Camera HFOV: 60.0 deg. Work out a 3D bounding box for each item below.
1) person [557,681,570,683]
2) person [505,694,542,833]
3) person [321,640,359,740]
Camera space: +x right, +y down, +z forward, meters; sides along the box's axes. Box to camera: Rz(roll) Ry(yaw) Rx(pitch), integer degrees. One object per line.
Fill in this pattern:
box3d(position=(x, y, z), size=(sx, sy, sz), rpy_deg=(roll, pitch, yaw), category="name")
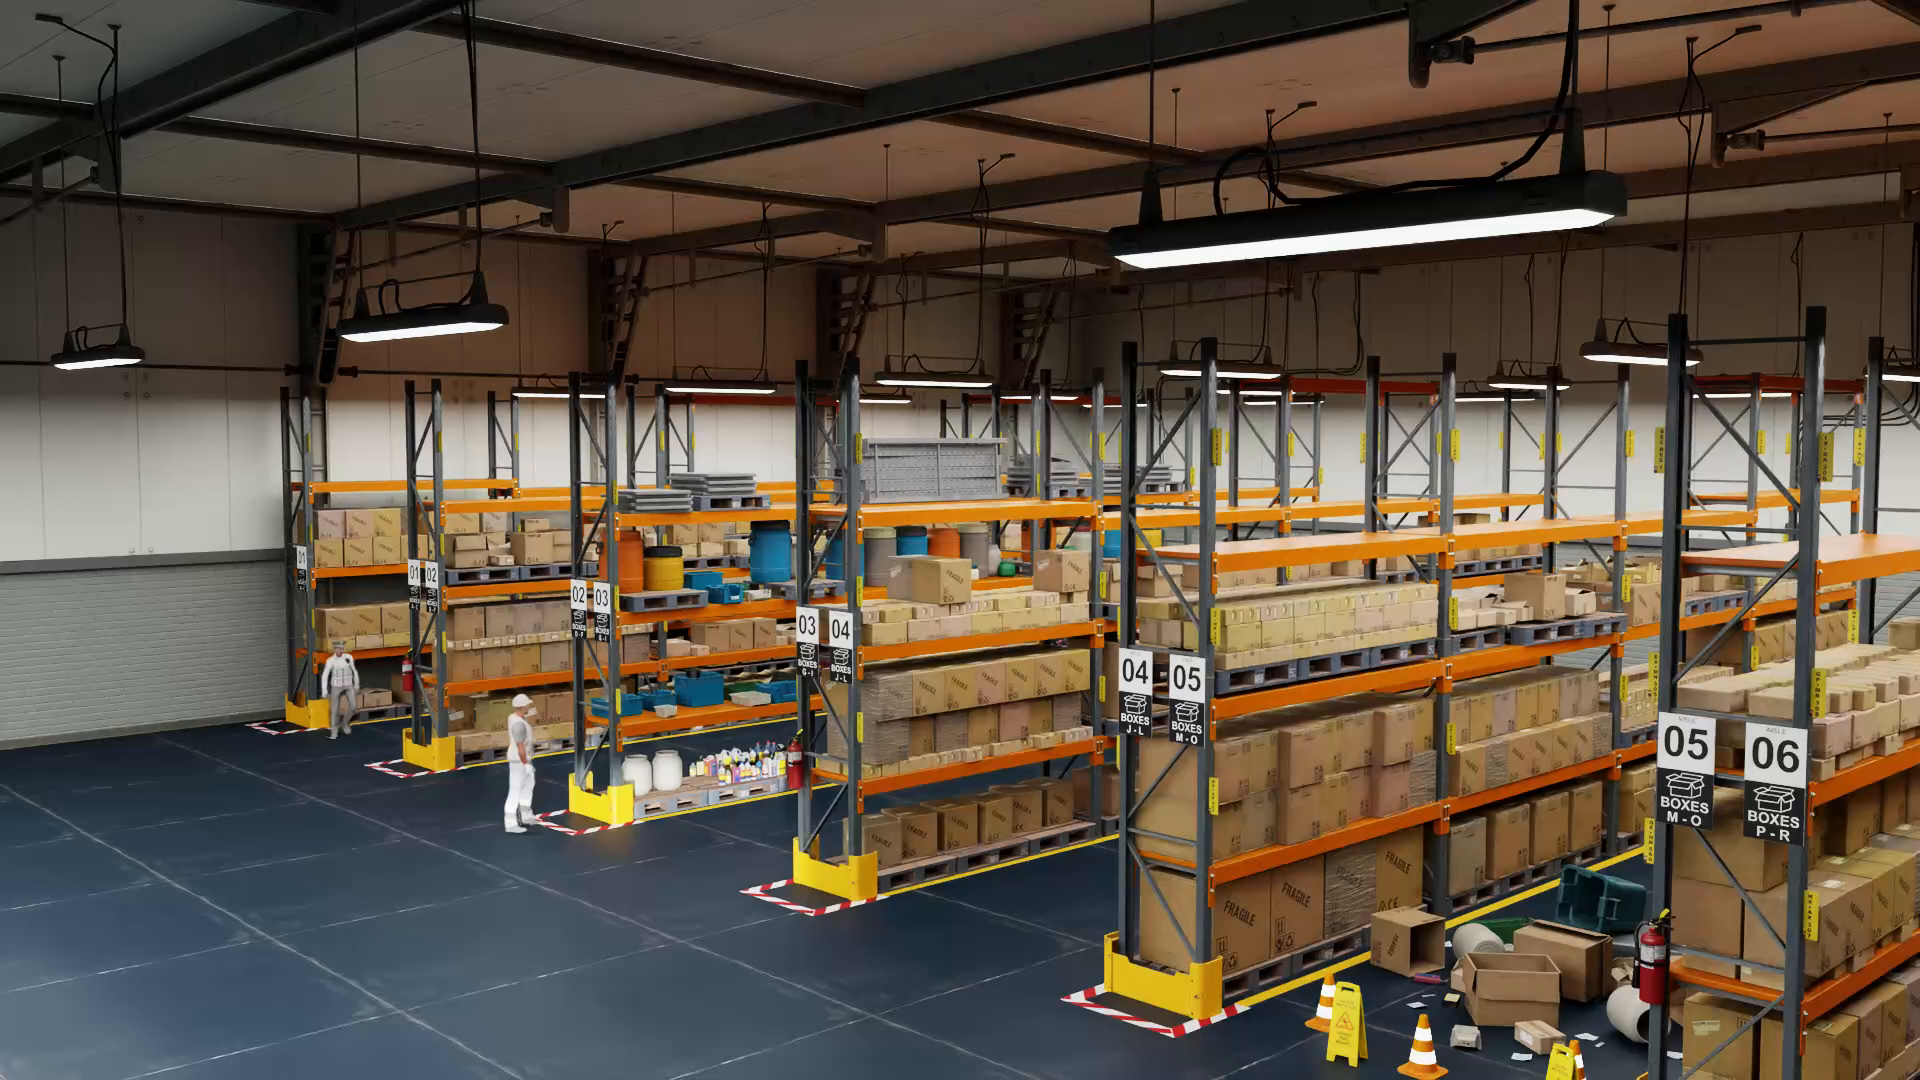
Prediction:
box3d(position=(-6.994, 2.502, 29.685), size=(0.482, 1.662, 0.329), rpy_deg=(-3, 5, -38), category="person")
box3d(position=(-5.711, 2.907, 21.722), size=(0.411, 1.831, 0.695), rpy_deg=(0, 4, -5), category="person")
box3d(position=(-10.549, 2.531, 28.315), size=(0.660, 1.675, 0.466), rpy_deg=(-2, 4, -31), category="person")
